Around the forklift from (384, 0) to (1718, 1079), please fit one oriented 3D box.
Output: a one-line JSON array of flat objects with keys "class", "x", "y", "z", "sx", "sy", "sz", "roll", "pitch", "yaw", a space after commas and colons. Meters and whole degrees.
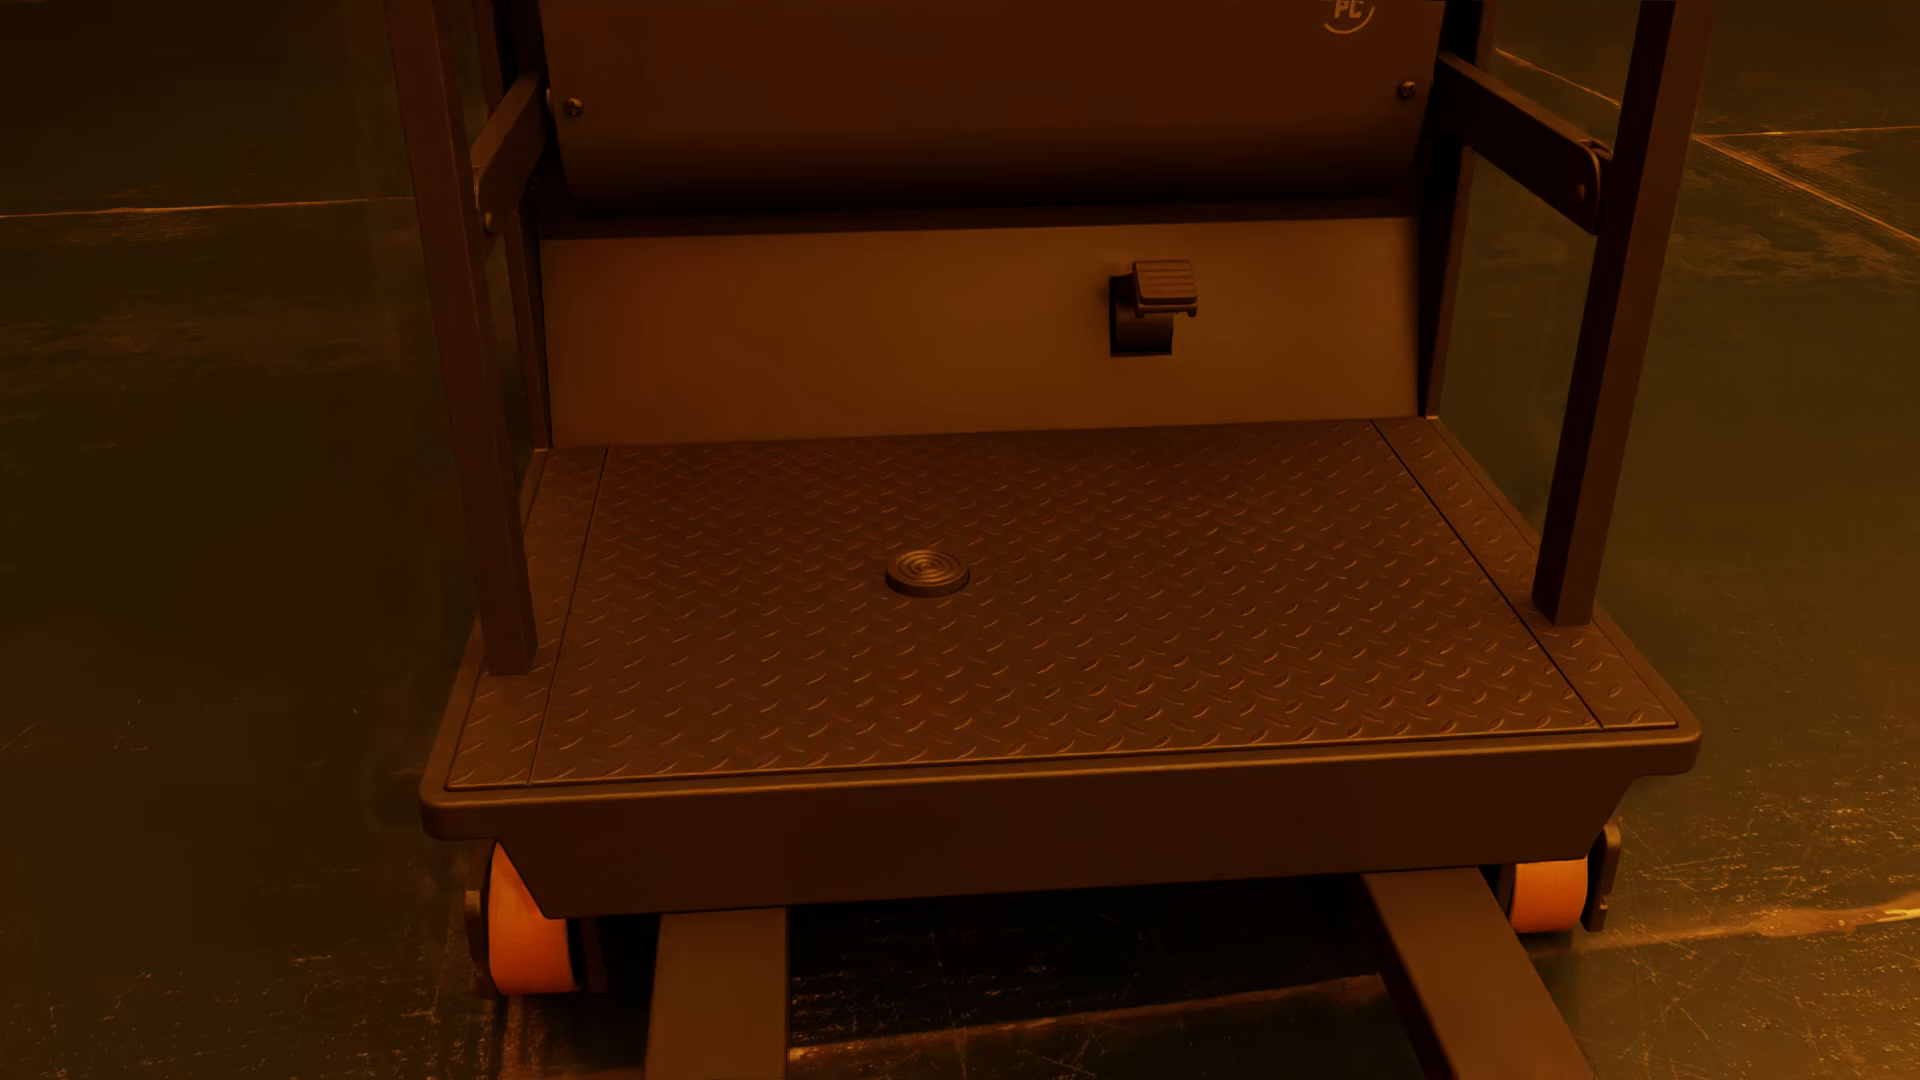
[{"class": "forklift", "x": 0.060, "y": -1.010, "z": 1.276, "sx": 1.130, "sy": 2.935, "sz": 3.031, "roll": -2, "pitch": 28, "yaw": -4}]
